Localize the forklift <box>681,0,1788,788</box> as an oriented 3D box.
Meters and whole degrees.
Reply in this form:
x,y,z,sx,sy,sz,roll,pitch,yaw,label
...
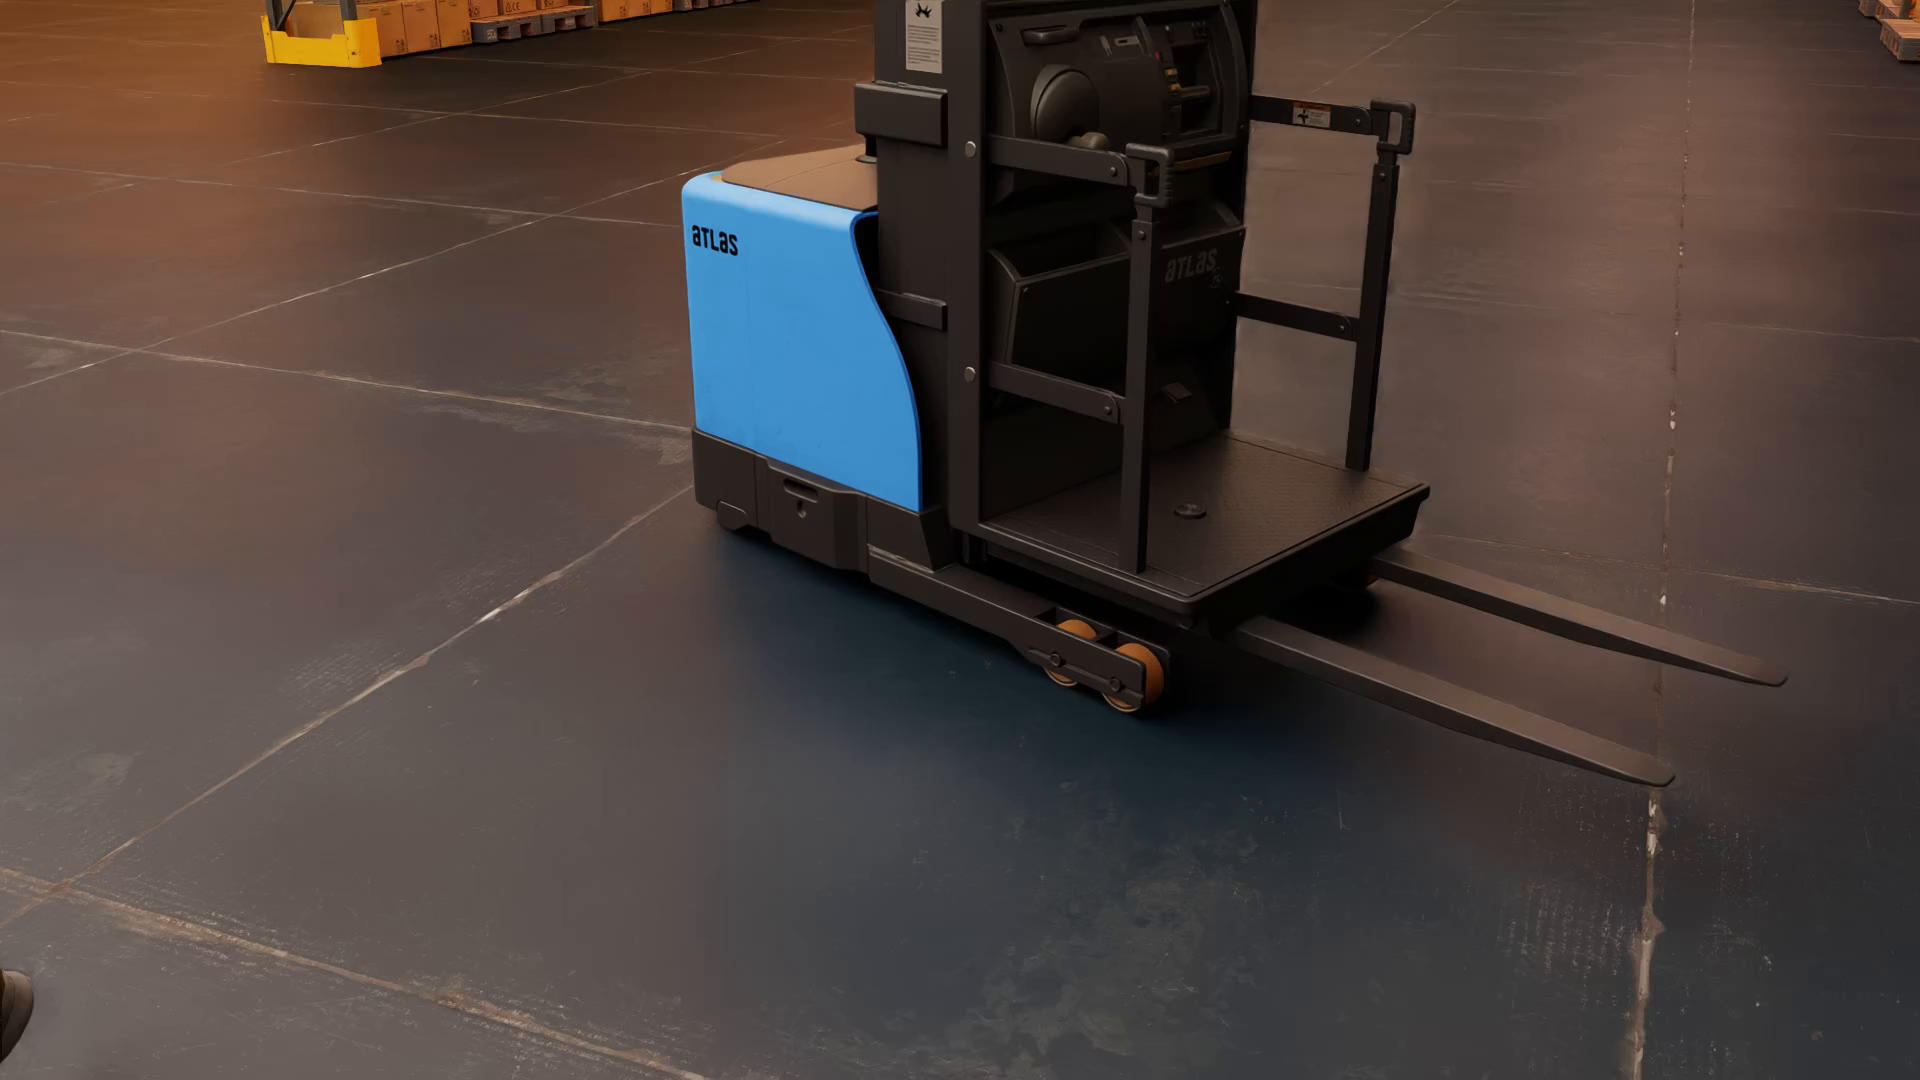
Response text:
x,y,z,sx,sy,sz,roll,pitch,yaw,label
0.570,-1.155,4.056,3.031,2.935,1.130,21,30,40,forklift
